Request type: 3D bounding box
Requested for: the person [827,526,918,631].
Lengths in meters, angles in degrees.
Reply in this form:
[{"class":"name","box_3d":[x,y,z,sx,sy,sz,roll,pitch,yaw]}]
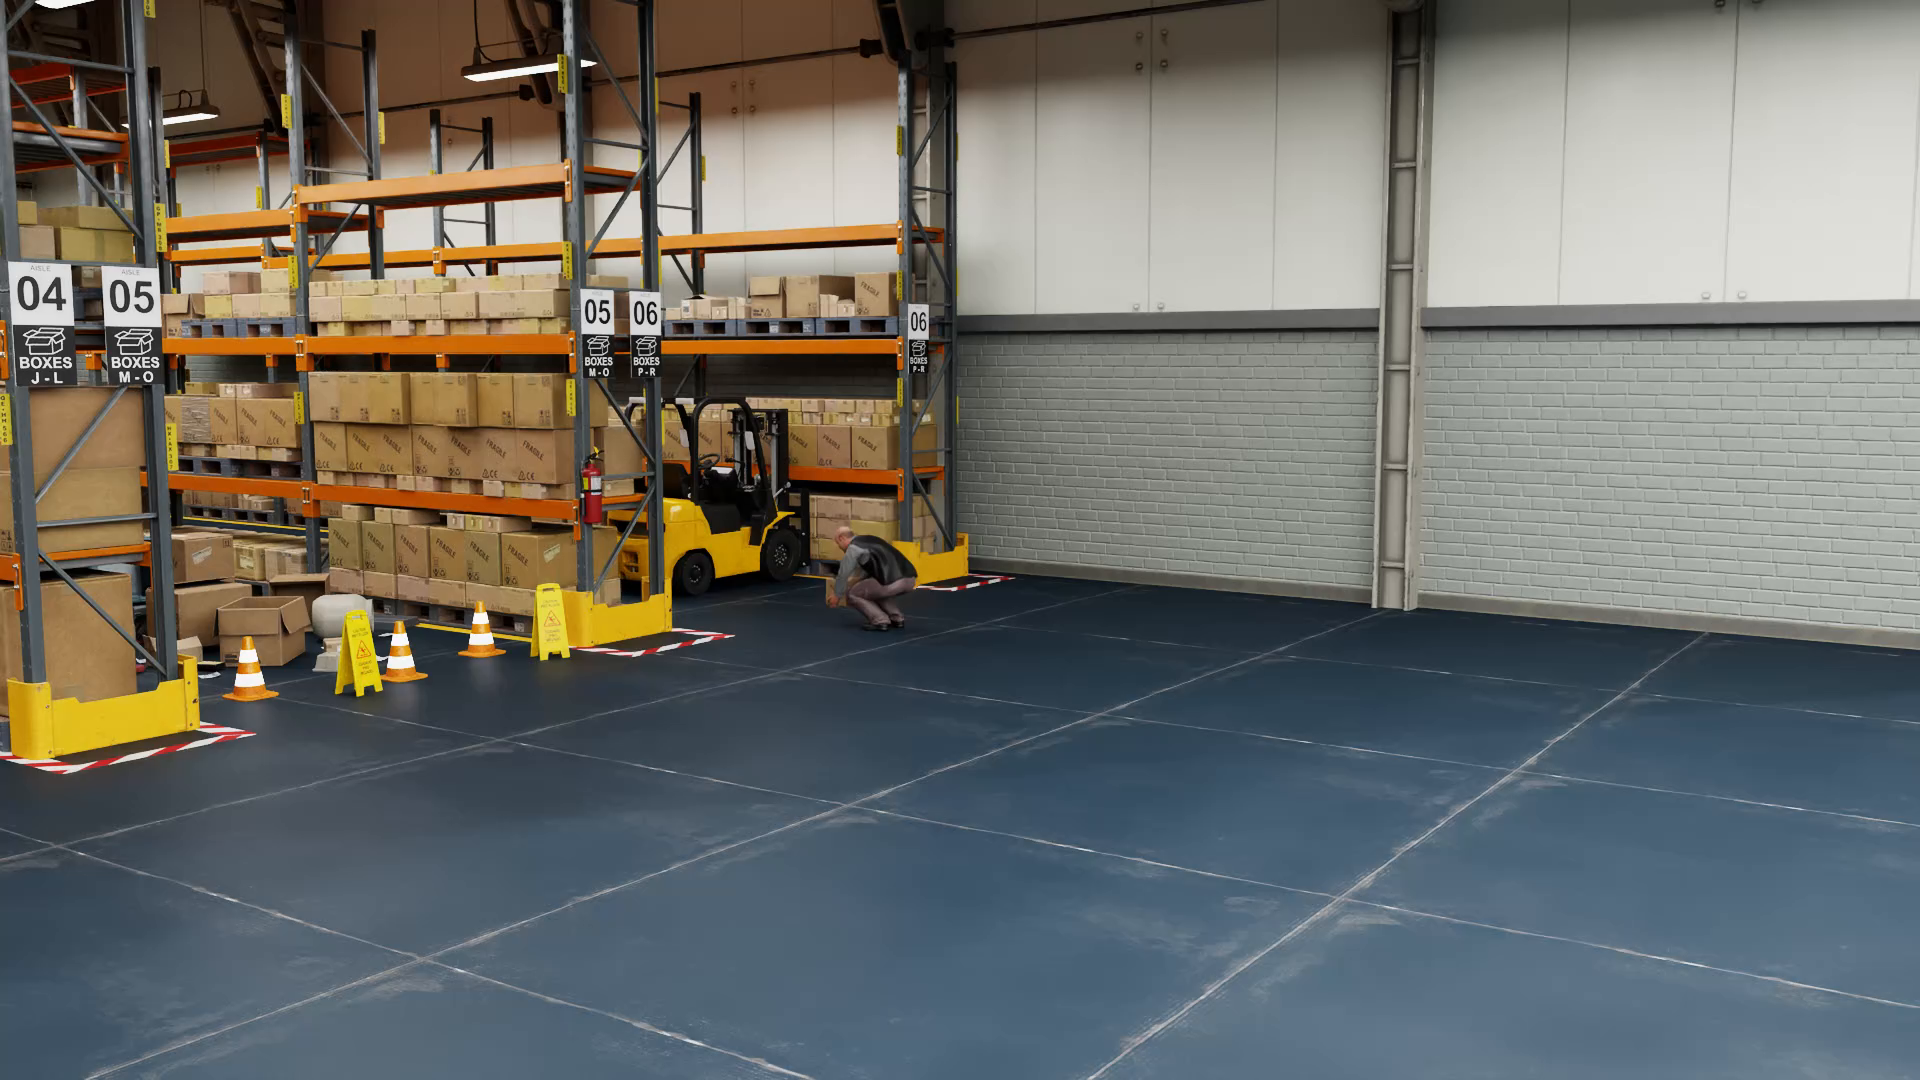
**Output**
[{"class":"person","box_3d":[-0.852,0.364,16.011,0.873,0.976,0.539,4,7,33]}]
